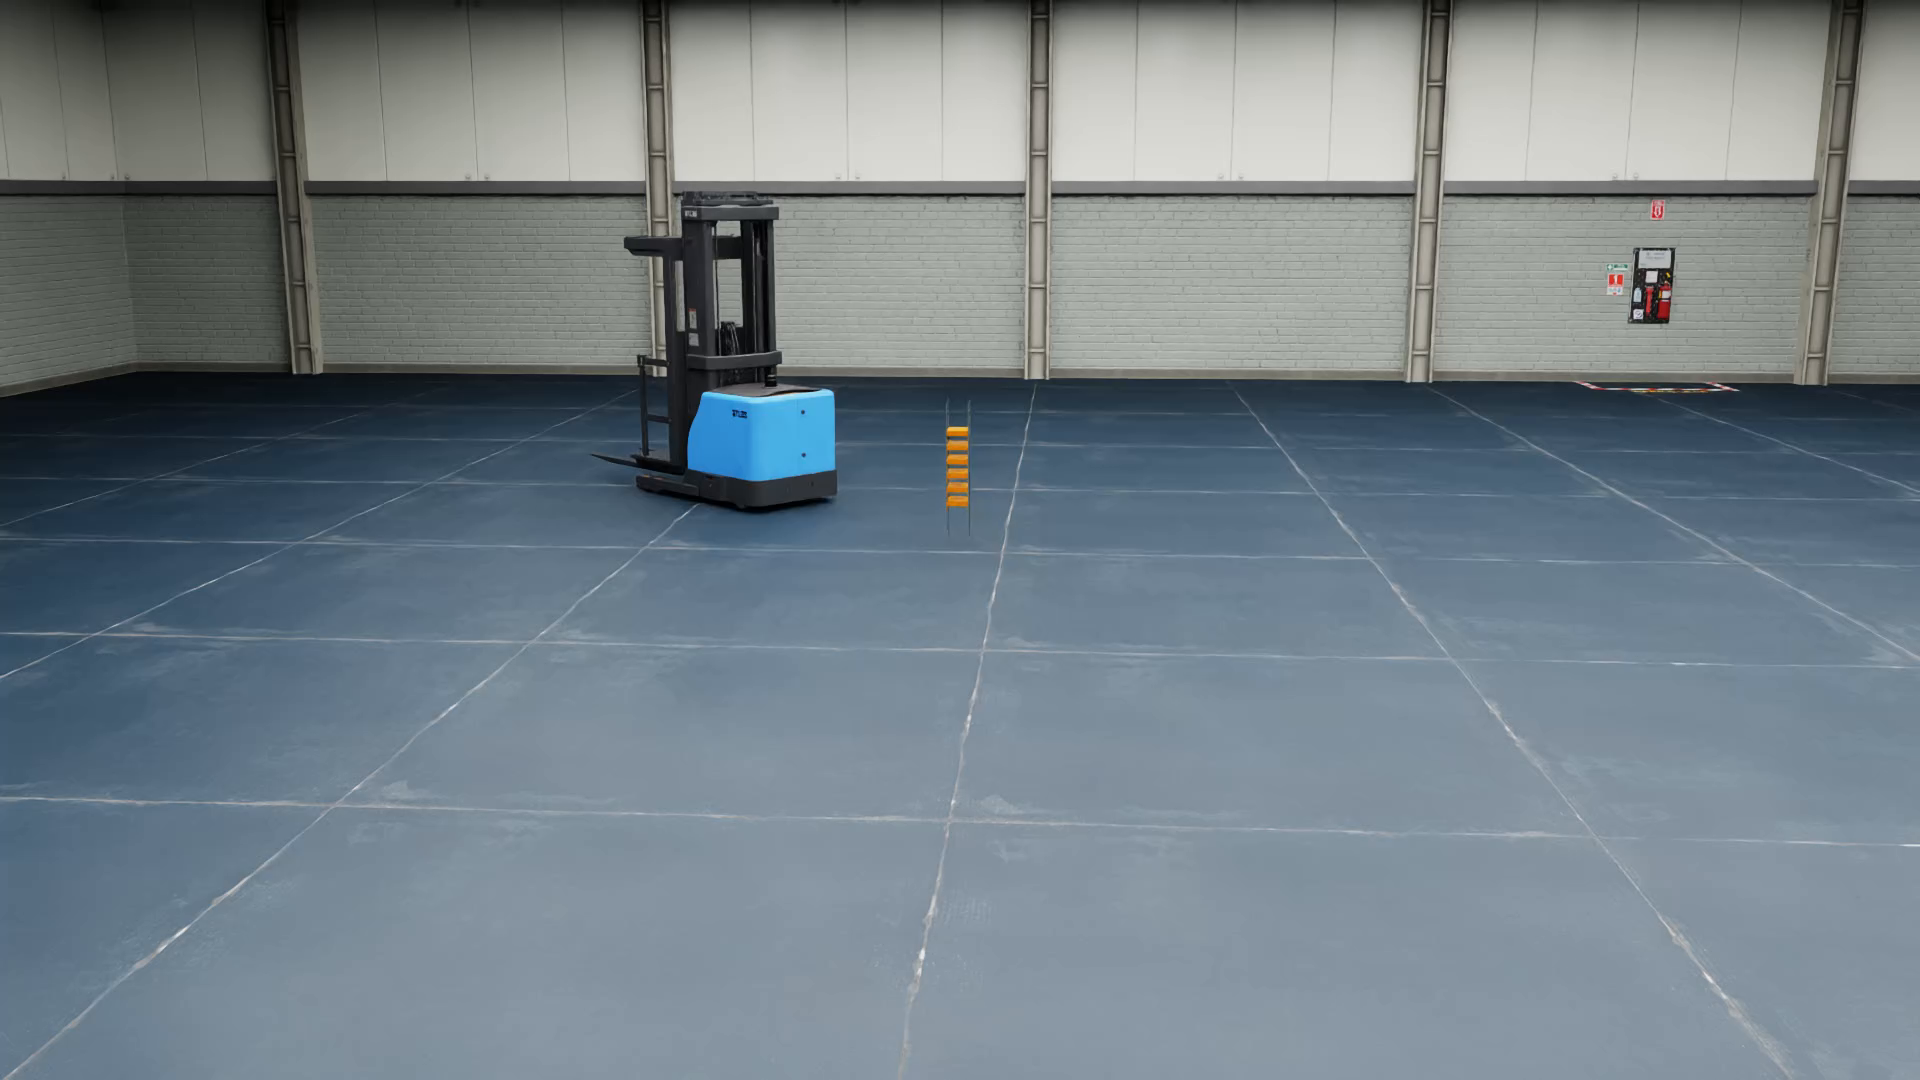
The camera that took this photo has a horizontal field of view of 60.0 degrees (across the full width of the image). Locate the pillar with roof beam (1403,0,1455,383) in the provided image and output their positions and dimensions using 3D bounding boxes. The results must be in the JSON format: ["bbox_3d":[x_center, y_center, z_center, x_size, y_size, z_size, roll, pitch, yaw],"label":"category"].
[{"bbox_3d":[6.930,-6.028,21.107,0.400,9.000,9.100,1,12,4],"label":"pillar with roof beam"}]

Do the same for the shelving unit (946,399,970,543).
[{"bbox_3d":[-0.014,-0.587,14.146,0.189,1.200,0.258,1,12,4],"label":"shelving unit"}]

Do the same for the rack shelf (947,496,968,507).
[{"bbox_3d":[-0.014,-0.309,14.204,0.180,0.103,0.258,1,12,4],"label":"rack shelf"}]

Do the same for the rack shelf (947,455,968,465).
[{"bbox_3d":[-0.014,-0.661,14.131,0.180,0.103,0.258,1,12,4],"label":"rack shelf"}]

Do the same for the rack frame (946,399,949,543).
[{"bbox_3d":[-0.106,-0.589,14.152,0.006,1.200,0.240,1,12,4],"label":"rack frame"}]

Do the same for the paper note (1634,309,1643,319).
[{"bbox_3d":[10.569,-3.516,25.902,0.142,0.148,0.016,1,12,4],"label":"paper note"}]

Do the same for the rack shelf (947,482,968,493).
[{"bbox_3d":[-0.014,-0.427,14.180,0.180,0.103,0.258,1,12,4],"label":"rack shelf"}]

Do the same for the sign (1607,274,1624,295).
[{"bbox_3d":[10.196,-3.977,25.866,0.234,0.329,0.001,1,12,4],"label":"sign"}]

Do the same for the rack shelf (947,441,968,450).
[{"bbox_3d":[-0.014,-0.779,14.106,0.180,0.103,0.258,1,12,4],"label":"rack shelf"}]

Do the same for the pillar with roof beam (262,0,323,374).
[{"bbox_3d":[-11.030,-6.274,22.285,0.400,9.000,9.100,1,12,4],"label":"pillar with roof beam"}]

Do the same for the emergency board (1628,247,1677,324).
[{"bbox_3d":[10.741,-3.931,25.733,0.643,1.169,0.194,1,12,4],"label":"emergency board"}]

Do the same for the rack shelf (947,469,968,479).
[{"bbox_3d":[-0.014,-0.544,14.155,0.180,0.103,0.258,1,12,4],"label":"rack shelf"}]

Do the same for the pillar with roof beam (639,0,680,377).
[{"bbox_3d":[-5.043,-6.192,21.892,0.400,9.000,9.100,1,12,4],"label":"pillar with roof beam"}]

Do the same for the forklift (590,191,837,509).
[{"bbox_3d":[-2.587,-1.956,16.461,3.031,2.935,1.130,11,16,43],"label":"forklift"}]

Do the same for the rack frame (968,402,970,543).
[{"bbox_3d":[0.077,-0.586,14.140,0.006,1.200,0.240,1,12,4],"label":"rack frame"}]

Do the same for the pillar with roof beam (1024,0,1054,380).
[{"bbox_3d":[0.943,-6.110,21.500,0.400,9.000,9.100,1,12,4],"label":"pillar with roof beam"}]

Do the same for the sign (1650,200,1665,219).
[{"bbox_3d":[10.739,-5.086,25.593,0.199,0.298,0.001,1,12,4],"label":"sign"}]

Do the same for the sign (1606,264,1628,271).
[{"bbox_3d":[10.200,-4.234,25.803,0.331,0.109,0.001,1,12,4],"label":"sign"}]

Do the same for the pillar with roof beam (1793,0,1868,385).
[{"bbox_3d":[12.916,-5.946,20.715,0.400,9.000,9.100,1,12,4],"label":"pillar with roof beam"}]

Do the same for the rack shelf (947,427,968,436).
[{"bbox_3d":[-0.014,-0.896,14.082,0.180,0.103,0.258,1,12,4],"label":"rack shelf"}]
